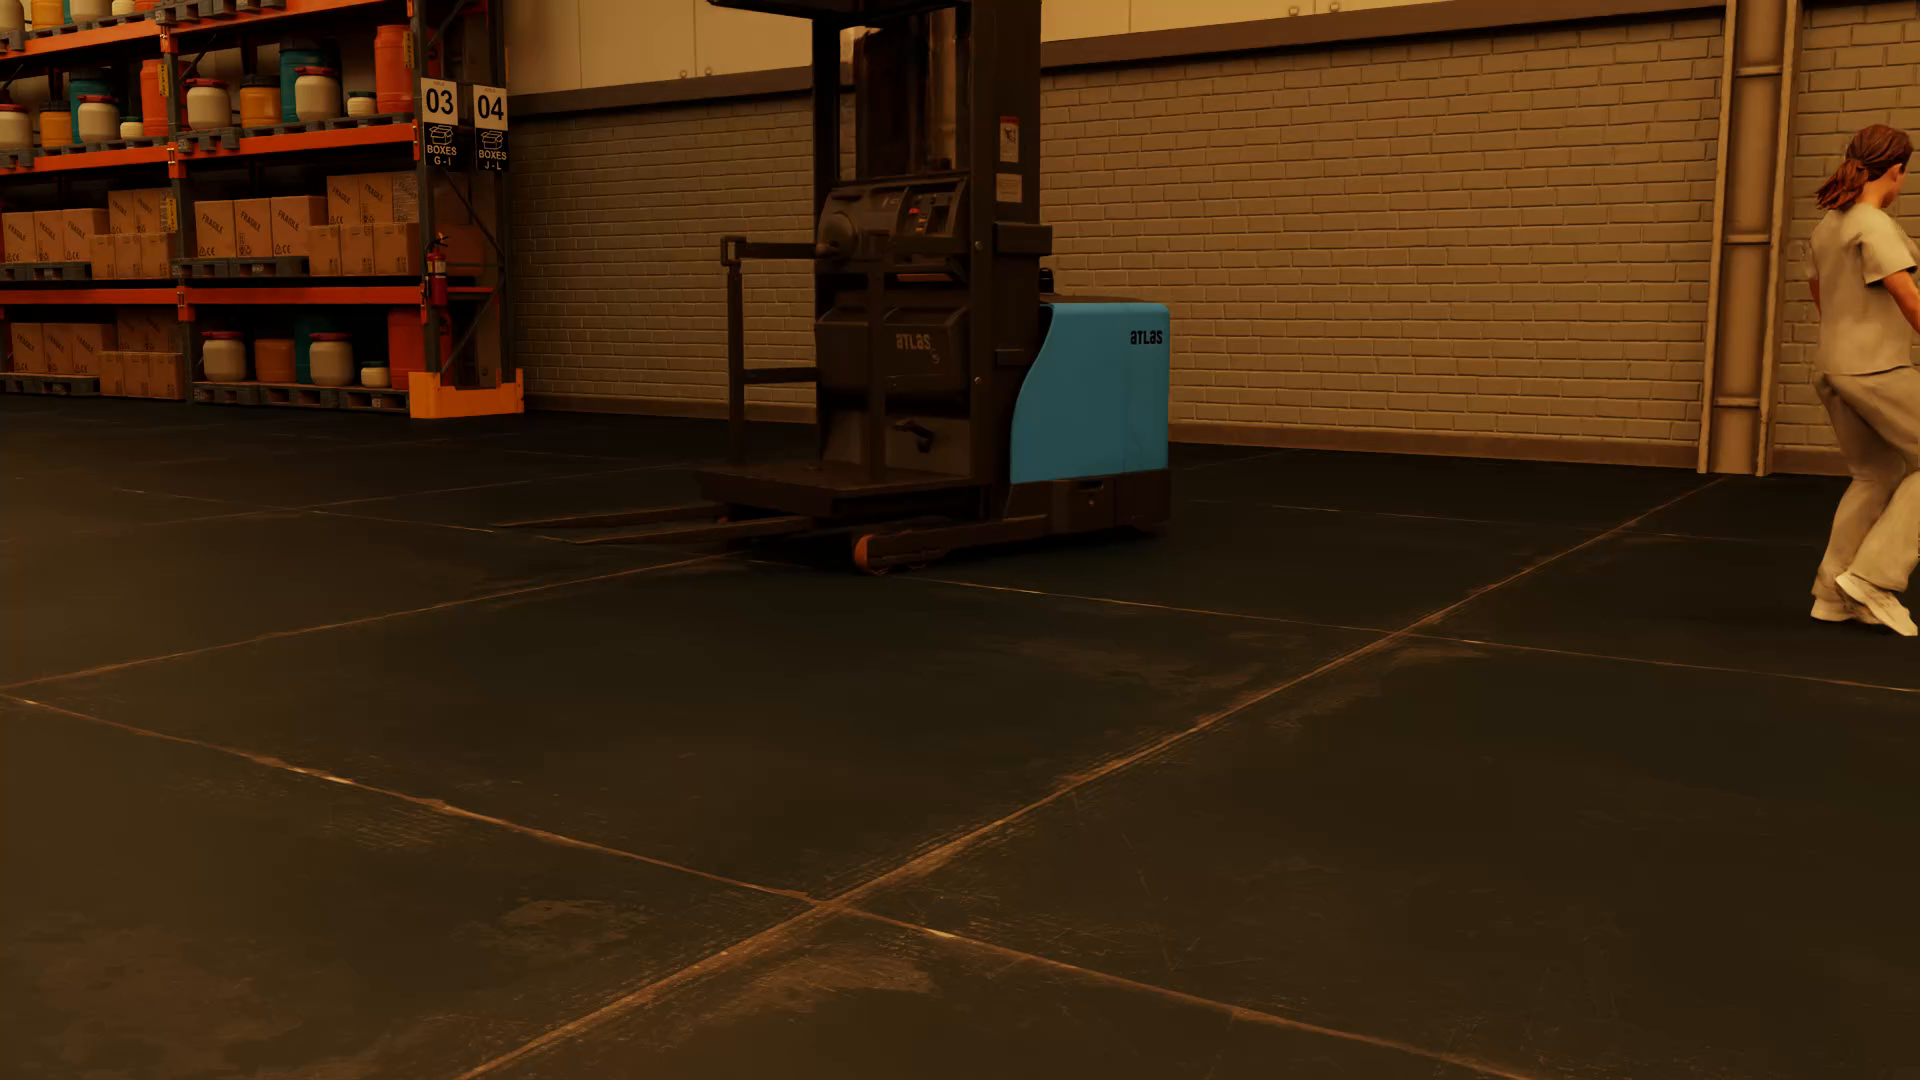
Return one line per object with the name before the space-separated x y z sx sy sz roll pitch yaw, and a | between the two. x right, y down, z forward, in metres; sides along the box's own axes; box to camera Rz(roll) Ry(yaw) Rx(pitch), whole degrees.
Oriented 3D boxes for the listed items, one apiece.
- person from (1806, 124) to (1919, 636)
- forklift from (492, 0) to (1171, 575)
person | 3.049 -0.533 5.550 0.480 1.665 0.713 1 8 9
forklift | -0.457 -1.394 6.997 3.031 2.935 1.130 -7 11 -41
